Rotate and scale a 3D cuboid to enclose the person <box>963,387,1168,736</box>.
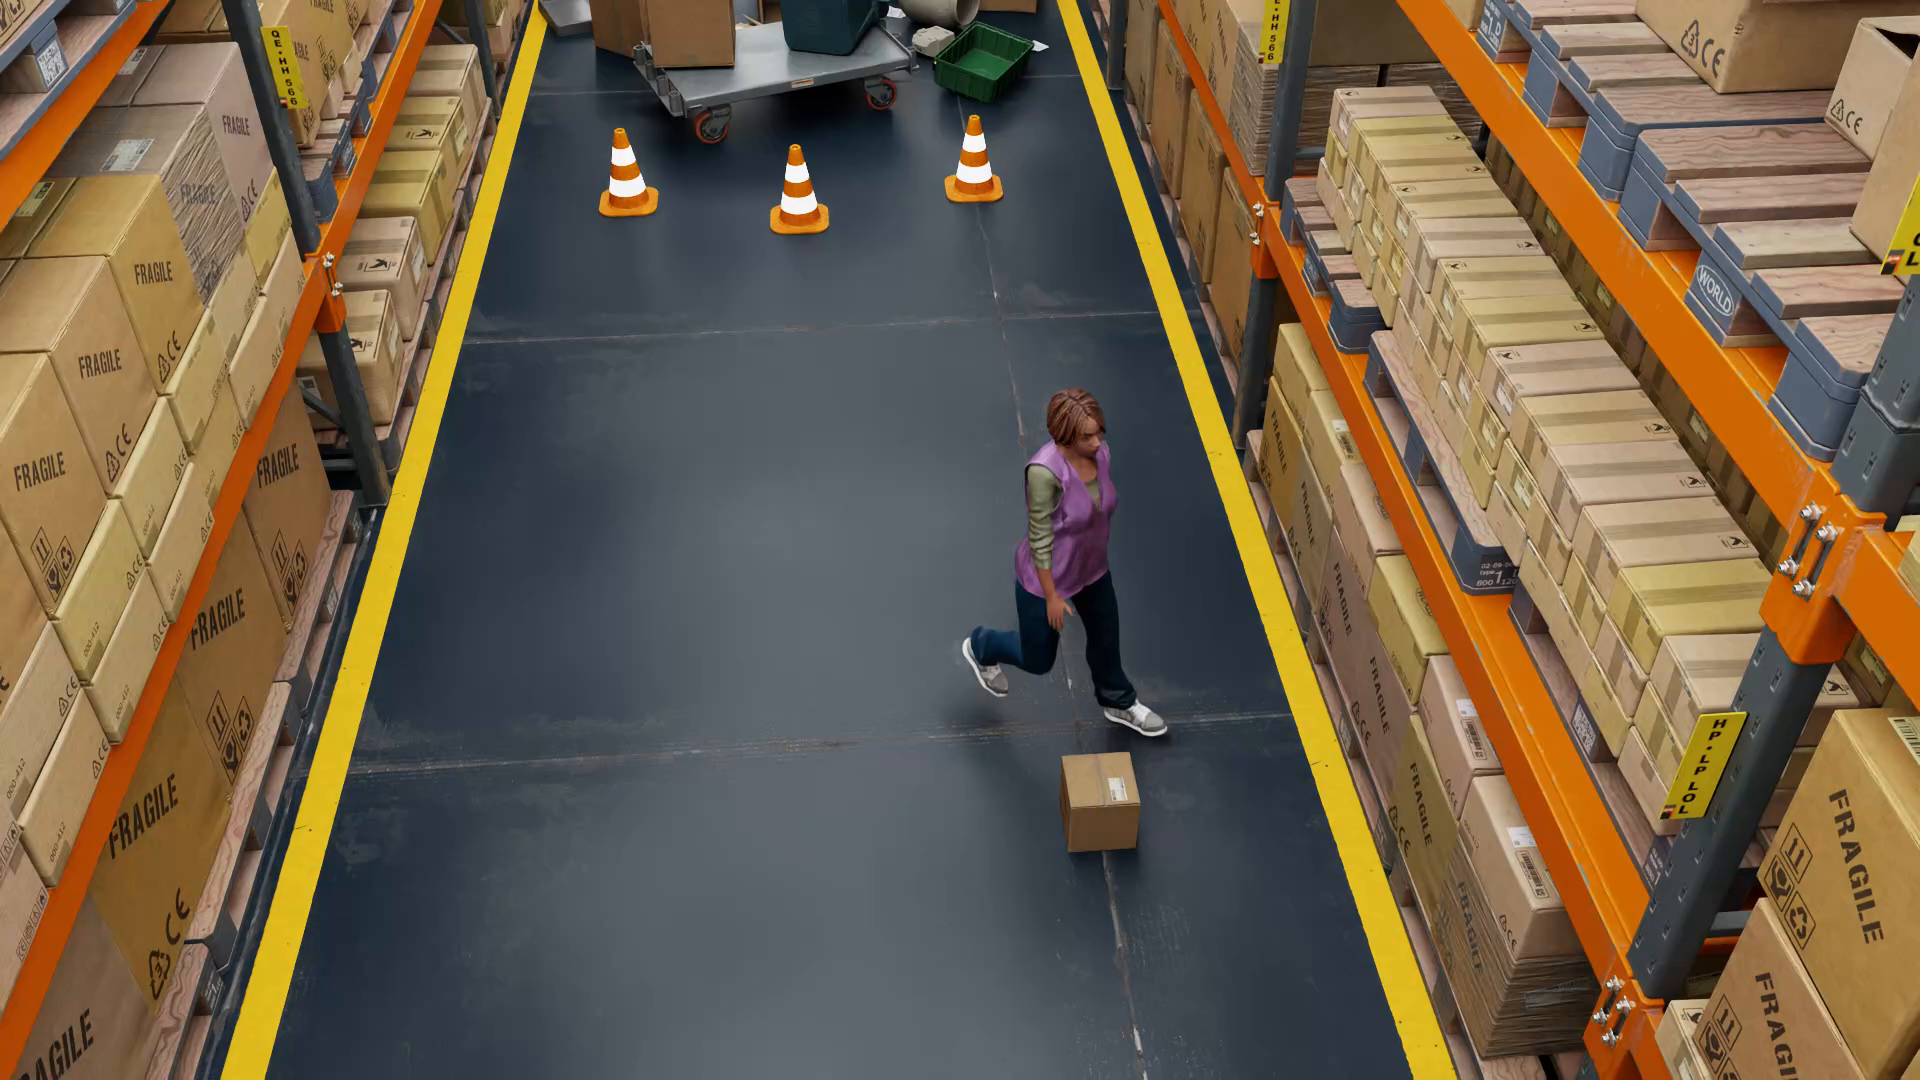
[{"bbox_3d":[0.389,0.095,6.076,0.510,1.524,0.739,-29,48,-30],"label":"person"}]
